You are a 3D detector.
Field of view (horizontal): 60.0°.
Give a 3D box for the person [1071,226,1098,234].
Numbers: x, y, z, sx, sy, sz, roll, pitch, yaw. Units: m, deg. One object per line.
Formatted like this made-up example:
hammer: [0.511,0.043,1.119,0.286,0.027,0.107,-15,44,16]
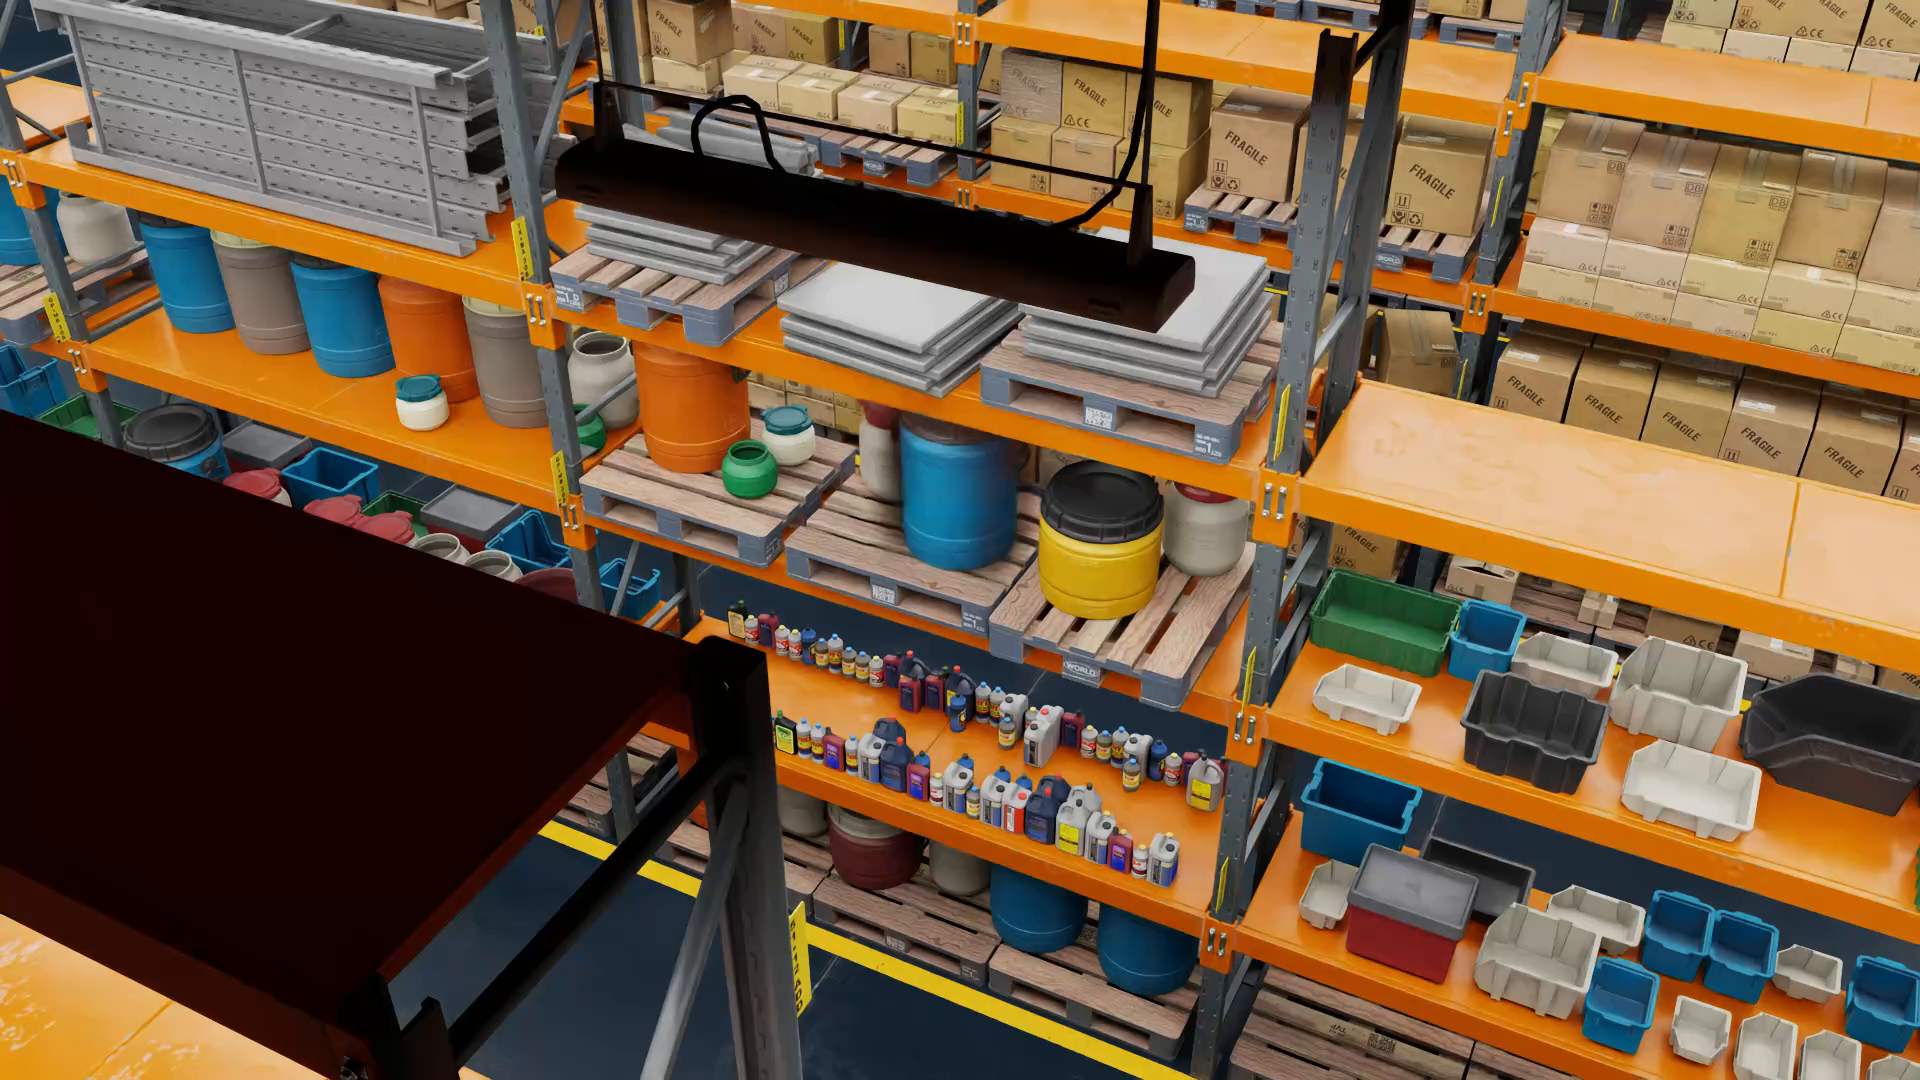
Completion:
person: [1.303,-2.912,16.550,0.452,1.672,0.498,26,43,32]
